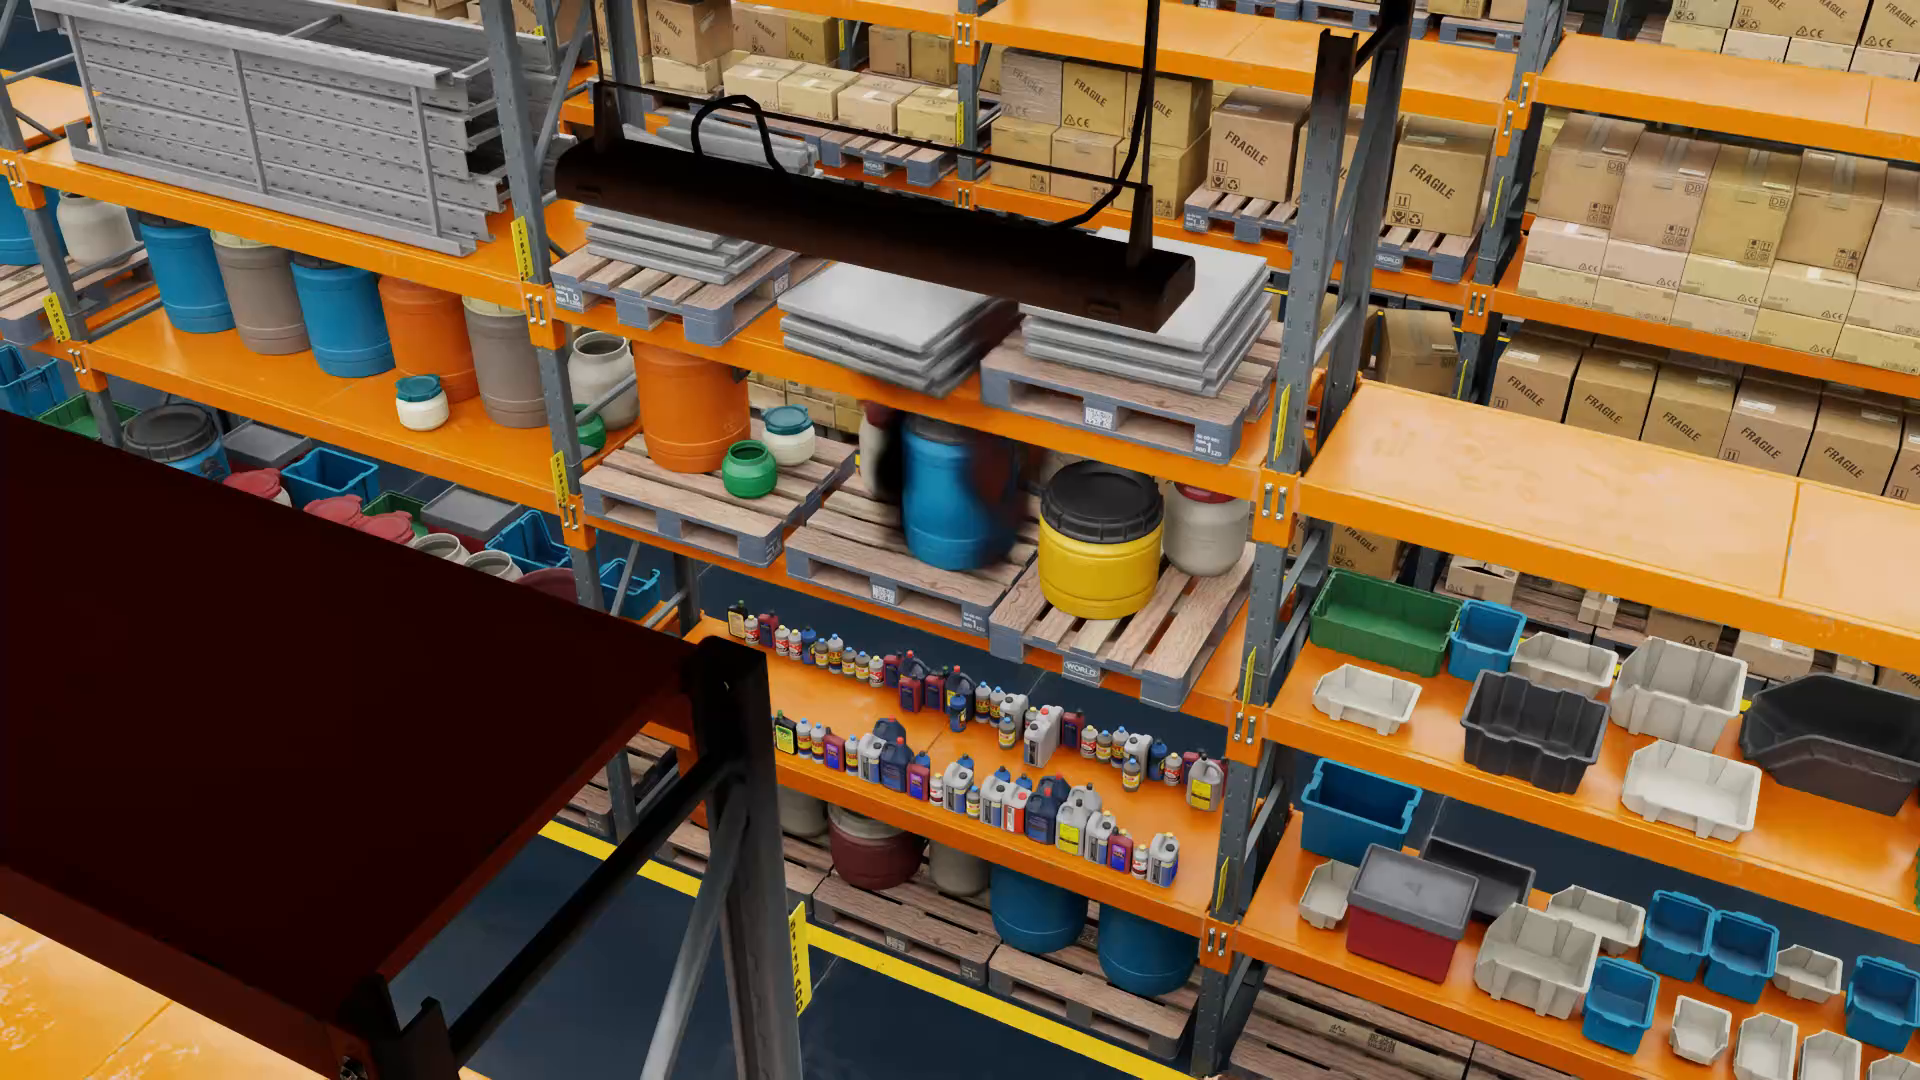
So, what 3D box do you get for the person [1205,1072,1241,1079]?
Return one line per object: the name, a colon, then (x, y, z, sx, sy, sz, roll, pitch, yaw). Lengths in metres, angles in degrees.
person: (1.155, 2.802, 7.920, 0.367, 0.978, 0.529, 3, 35, 4)
